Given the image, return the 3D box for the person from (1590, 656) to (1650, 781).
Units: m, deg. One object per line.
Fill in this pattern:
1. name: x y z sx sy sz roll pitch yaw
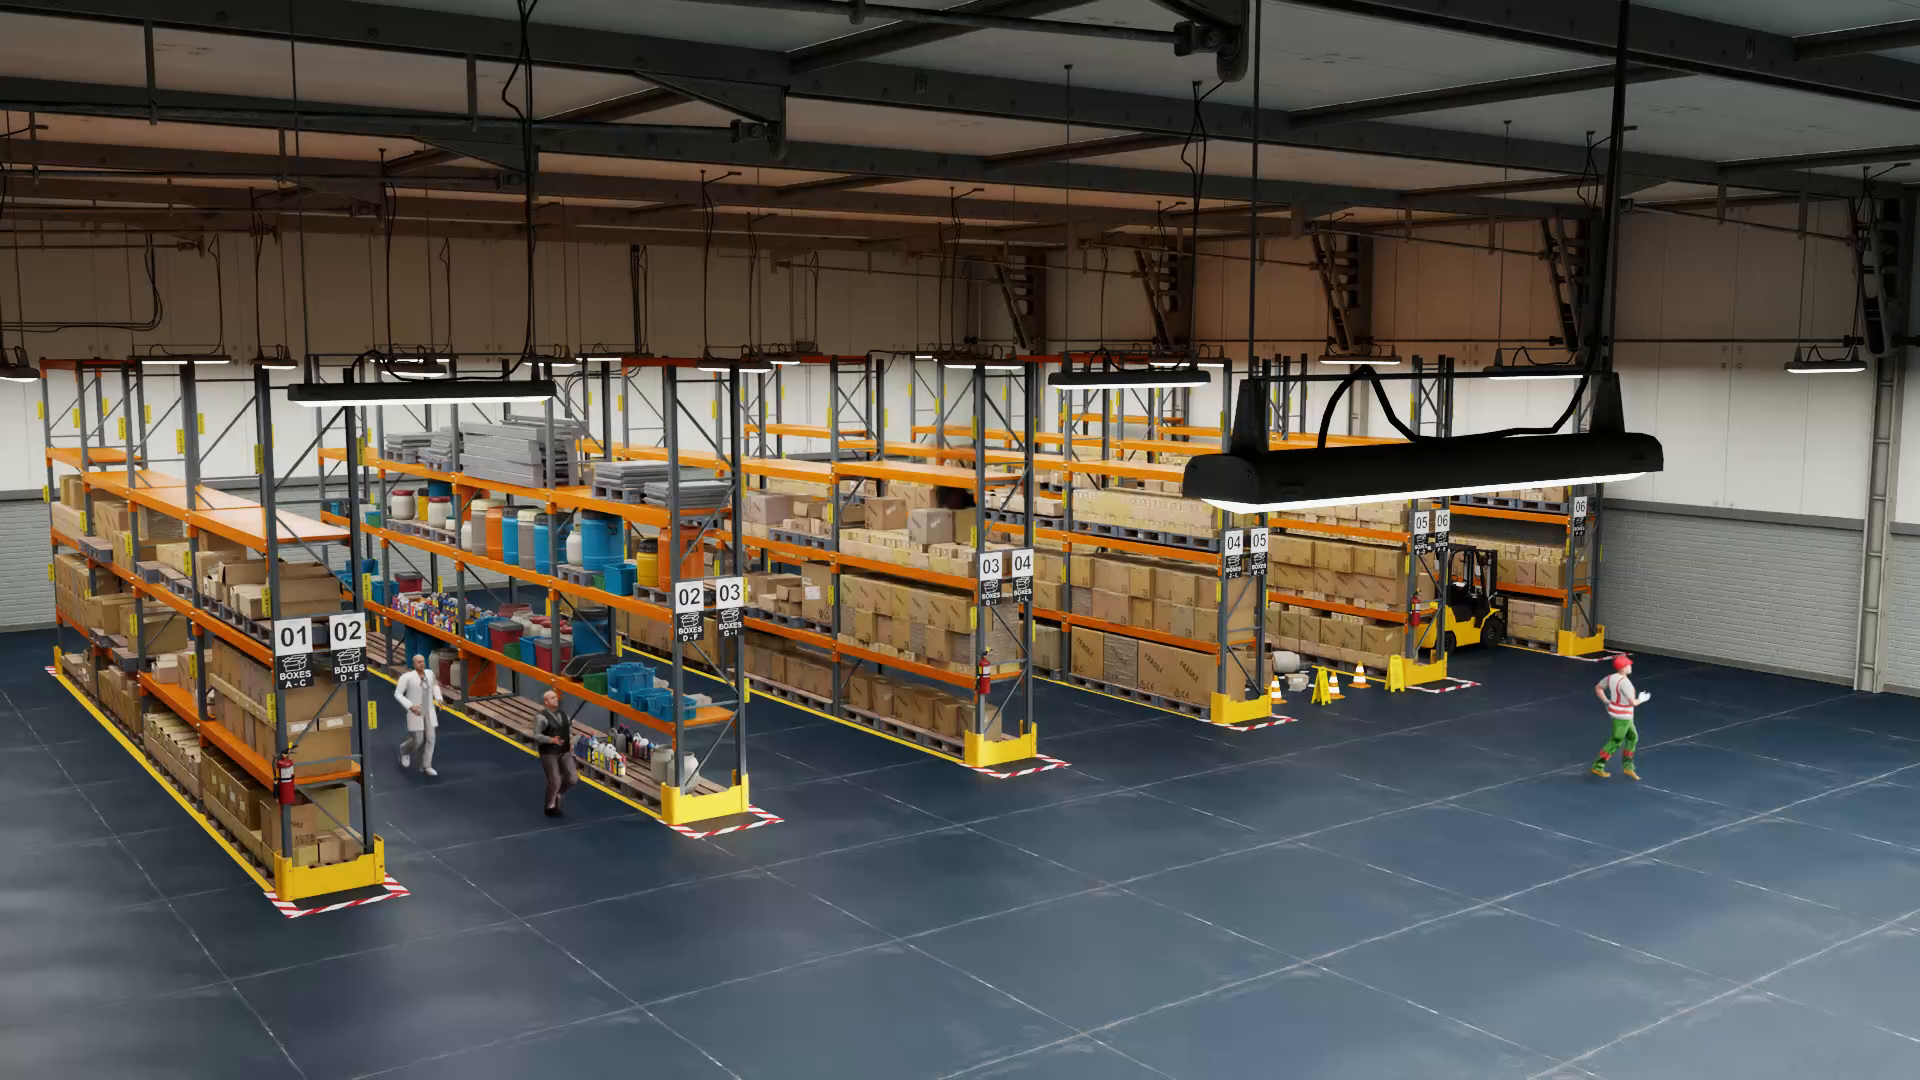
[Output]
1. person: 9.472 2.575 23.882 0.799 1.845 0.648 1 7 5

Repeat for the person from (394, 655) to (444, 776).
1. person: -7.937 2.543 24.407 0.770 1.765 0.738 6 9 41

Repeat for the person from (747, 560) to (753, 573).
1. person: -4.363 1.315 34.524 0.700 1.803 0.692 -5 8 -35

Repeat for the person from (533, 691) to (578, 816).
1. person: -5.337 2.839 22.099 0.590 1.674 0.648 5 9 37
